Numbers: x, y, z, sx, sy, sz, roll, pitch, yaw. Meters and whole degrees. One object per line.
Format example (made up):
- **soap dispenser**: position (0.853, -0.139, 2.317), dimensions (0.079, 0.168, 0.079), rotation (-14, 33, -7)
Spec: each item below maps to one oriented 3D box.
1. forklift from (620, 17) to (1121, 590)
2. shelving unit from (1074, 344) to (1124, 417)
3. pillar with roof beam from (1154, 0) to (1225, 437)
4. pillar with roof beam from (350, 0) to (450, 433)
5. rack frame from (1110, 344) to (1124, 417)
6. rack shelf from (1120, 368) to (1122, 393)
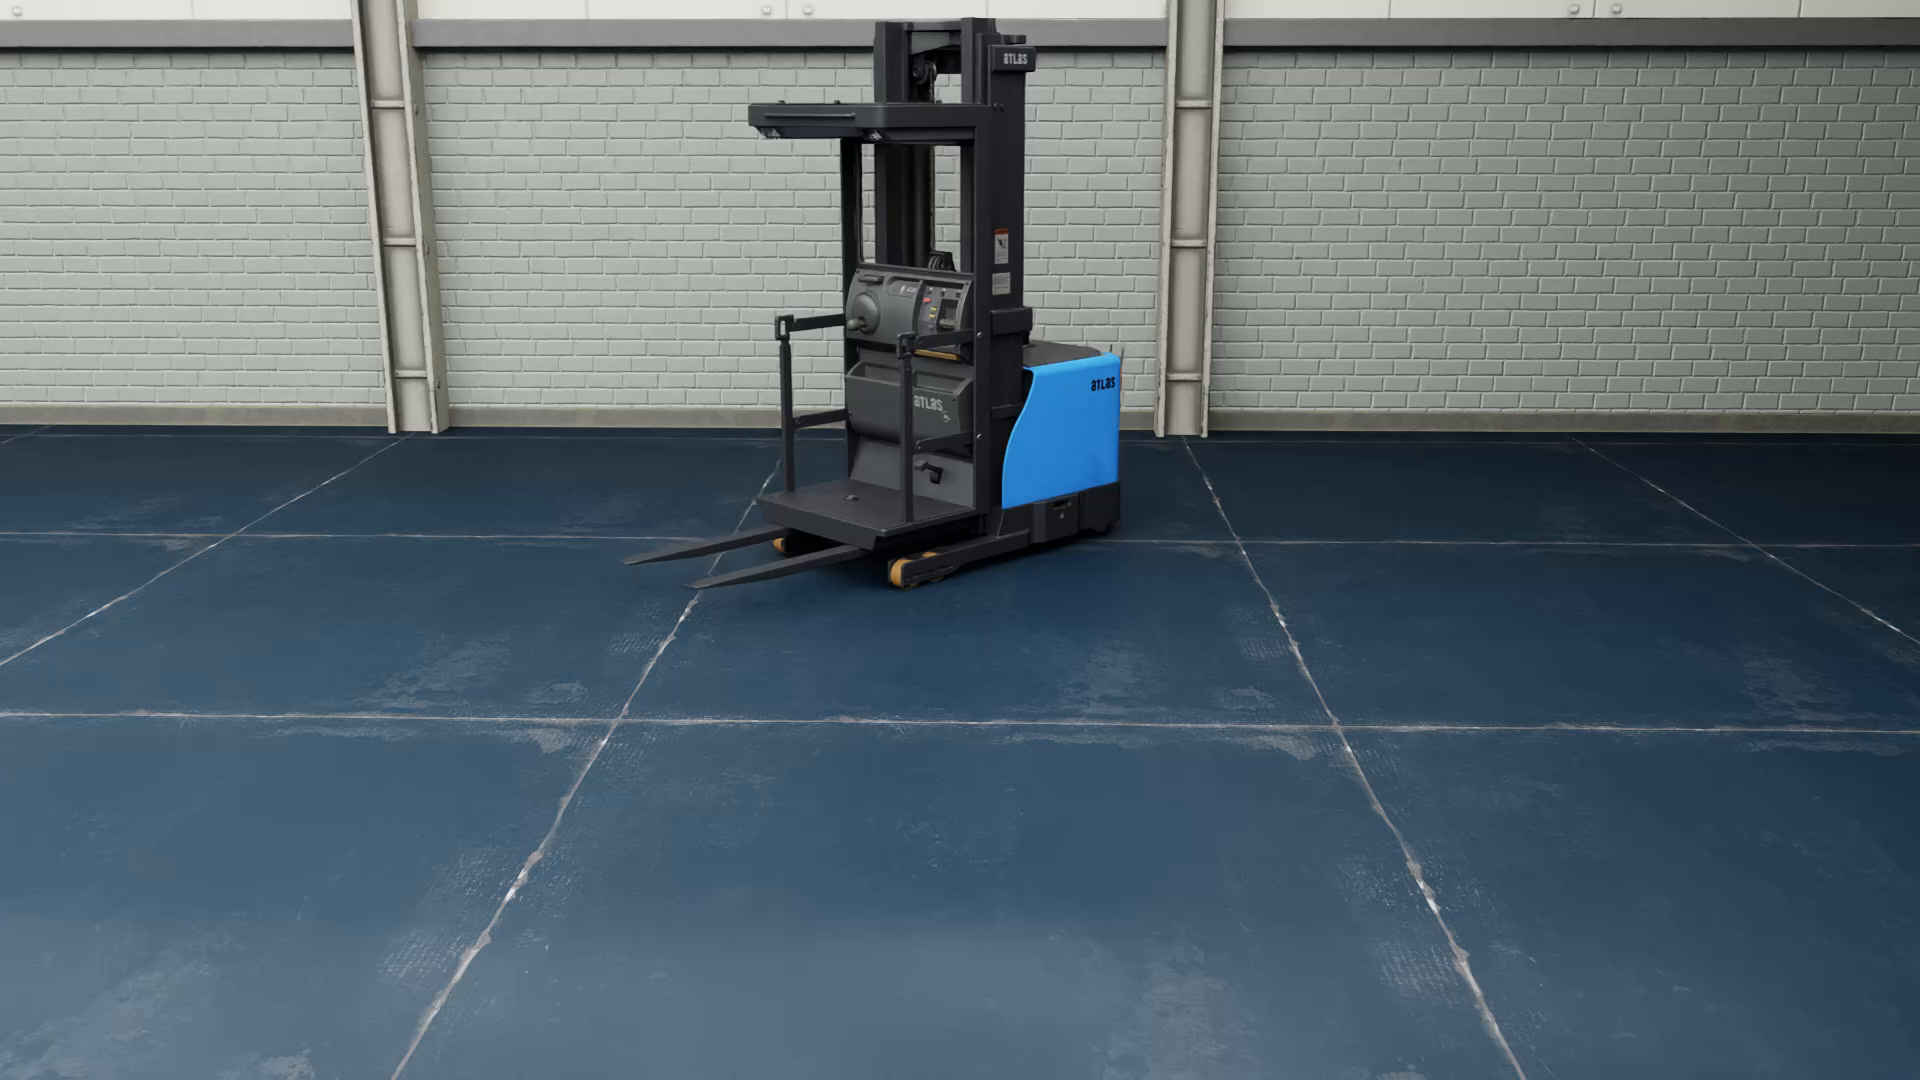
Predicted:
- **forklift**: position (-0.438, -1.301, 9.024), dimensions (3.031, 2.935, 1.130), rotation (-14, 20, -43)
- **shelving unit**: position (0.833, -0.686, 10.363), dimensions (0.252, 1.050, 0.215), rotation (-2, 15, -18)
- **pillar with roof beam**: position (1.615, -4.090, 7.701), dimensions (0.400, 9.000, 9.100), rotation (0, 15, 1)
- **pillar with roof beam**: position (-4.383, -4.129, 7.849), dimensions (0.400, 9.000, 9.100), rotation (0, 15, 1)
- **rack frame**: position (0.949, -0.691, 10.401), dimensions (0.008, 1.050, 0.200), rotation (-2, 15, -18)
- **rack shelf**: position (0.844, -0.951, 10.297), dimensions (0.240, 0.259, 0.215), rotation (-2, 15, -18)
